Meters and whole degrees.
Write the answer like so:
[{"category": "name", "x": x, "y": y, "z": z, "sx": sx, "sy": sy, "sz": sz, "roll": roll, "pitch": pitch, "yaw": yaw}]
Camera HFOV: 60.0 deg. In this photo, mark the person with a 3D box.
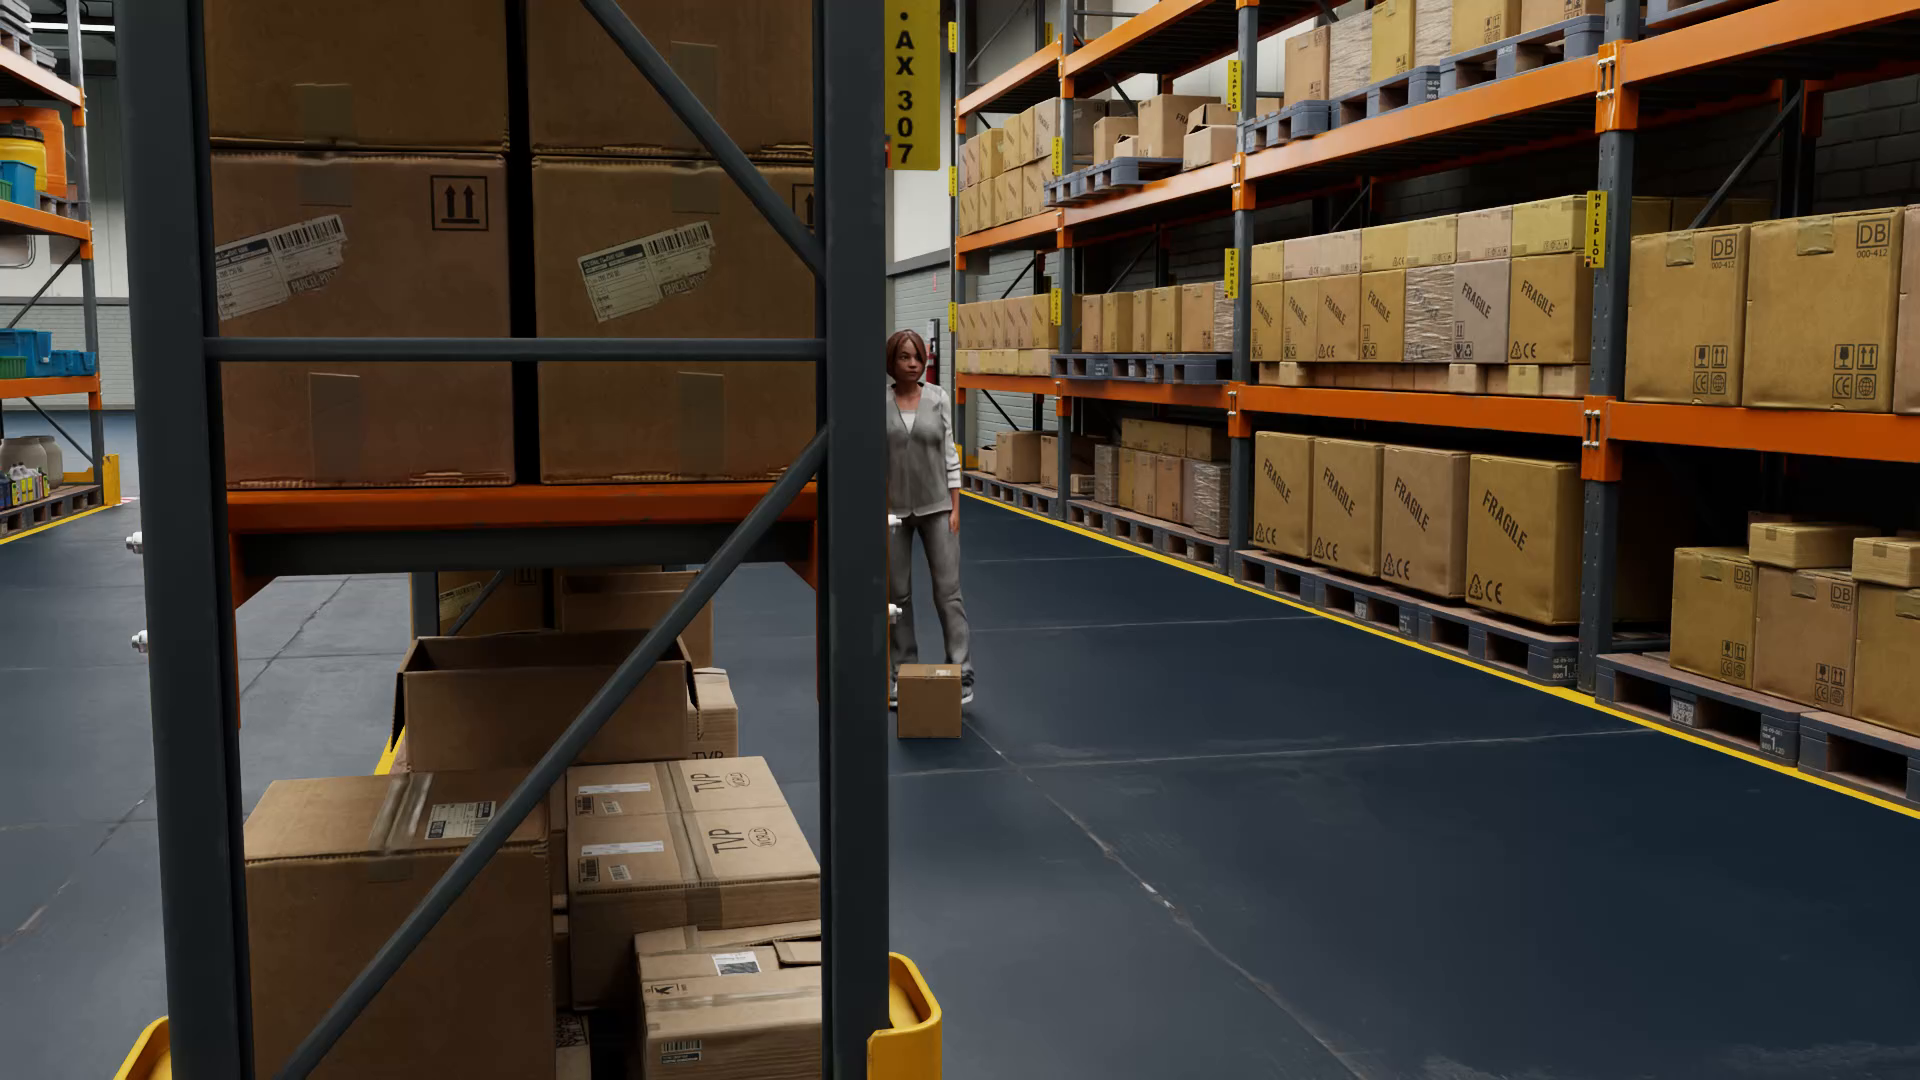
[{"category": "person", "x": -0.186, "y": -0.070, "z": 7.045, "sx": 0.489, "sy": 1.576, "sz": 0.425, "roll": 0, "pitch": 6, "yaw": 1}]
